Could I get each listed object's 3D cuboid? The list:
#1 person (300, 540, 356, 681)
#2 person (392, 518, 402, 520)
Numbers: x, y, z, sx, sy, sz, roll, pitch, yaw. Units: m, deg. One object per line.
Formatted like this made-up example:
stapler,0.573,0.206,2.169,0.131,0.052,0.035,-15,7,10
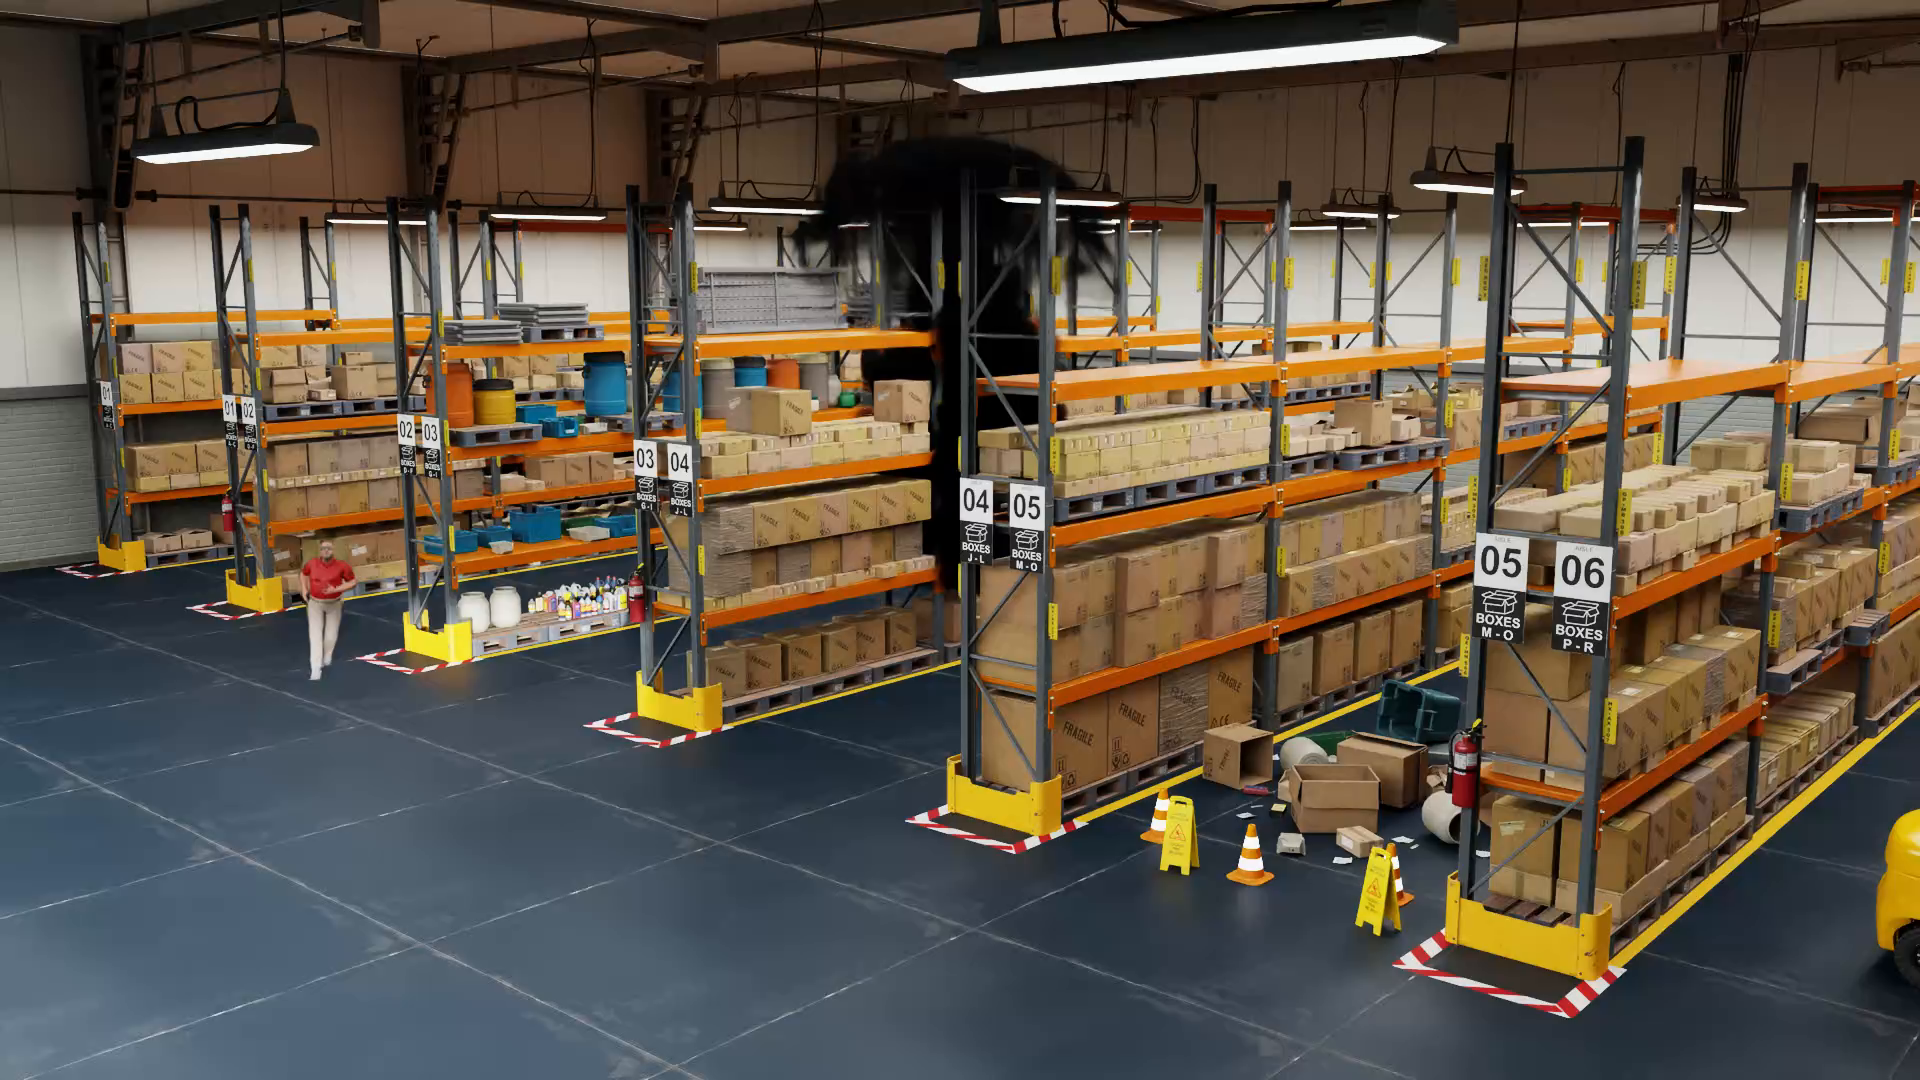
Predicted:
person,-8.007,0.859,21.116,0.679,1.742,0.872,-3,10,-15
person,-9.741,-0.530,29.331,0.575,1.736,0.812,8,12,38
